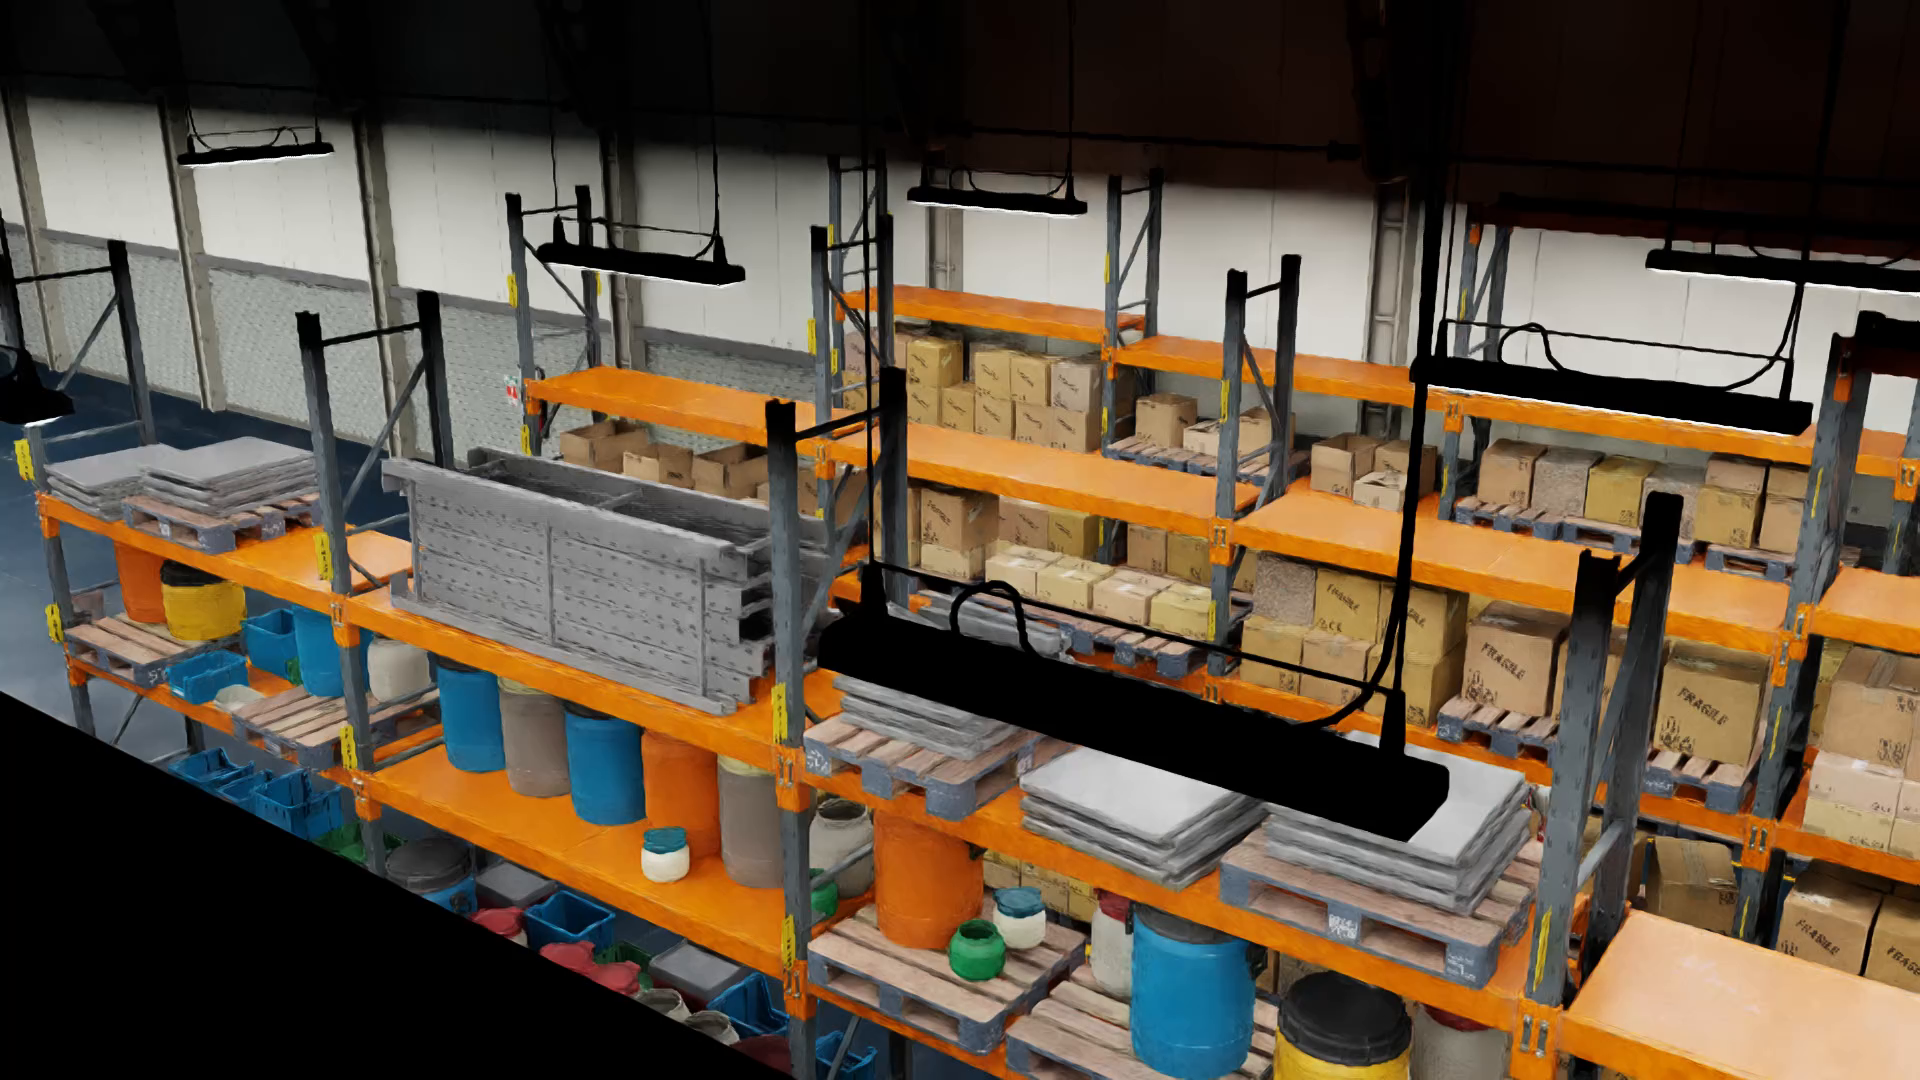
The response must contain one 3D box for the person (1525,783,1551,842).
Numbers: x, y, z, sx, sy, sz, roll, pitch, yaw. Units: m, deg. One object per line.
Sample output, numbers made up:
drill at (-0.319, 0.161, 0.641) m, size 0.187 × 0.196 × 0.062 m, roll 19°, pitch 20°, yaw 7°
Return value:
person at (5.094, 2.594, 14.626) m, size 1.123 × 1.709 × 0.553 m, roll 14°, pitch 23°, yaw 36°
